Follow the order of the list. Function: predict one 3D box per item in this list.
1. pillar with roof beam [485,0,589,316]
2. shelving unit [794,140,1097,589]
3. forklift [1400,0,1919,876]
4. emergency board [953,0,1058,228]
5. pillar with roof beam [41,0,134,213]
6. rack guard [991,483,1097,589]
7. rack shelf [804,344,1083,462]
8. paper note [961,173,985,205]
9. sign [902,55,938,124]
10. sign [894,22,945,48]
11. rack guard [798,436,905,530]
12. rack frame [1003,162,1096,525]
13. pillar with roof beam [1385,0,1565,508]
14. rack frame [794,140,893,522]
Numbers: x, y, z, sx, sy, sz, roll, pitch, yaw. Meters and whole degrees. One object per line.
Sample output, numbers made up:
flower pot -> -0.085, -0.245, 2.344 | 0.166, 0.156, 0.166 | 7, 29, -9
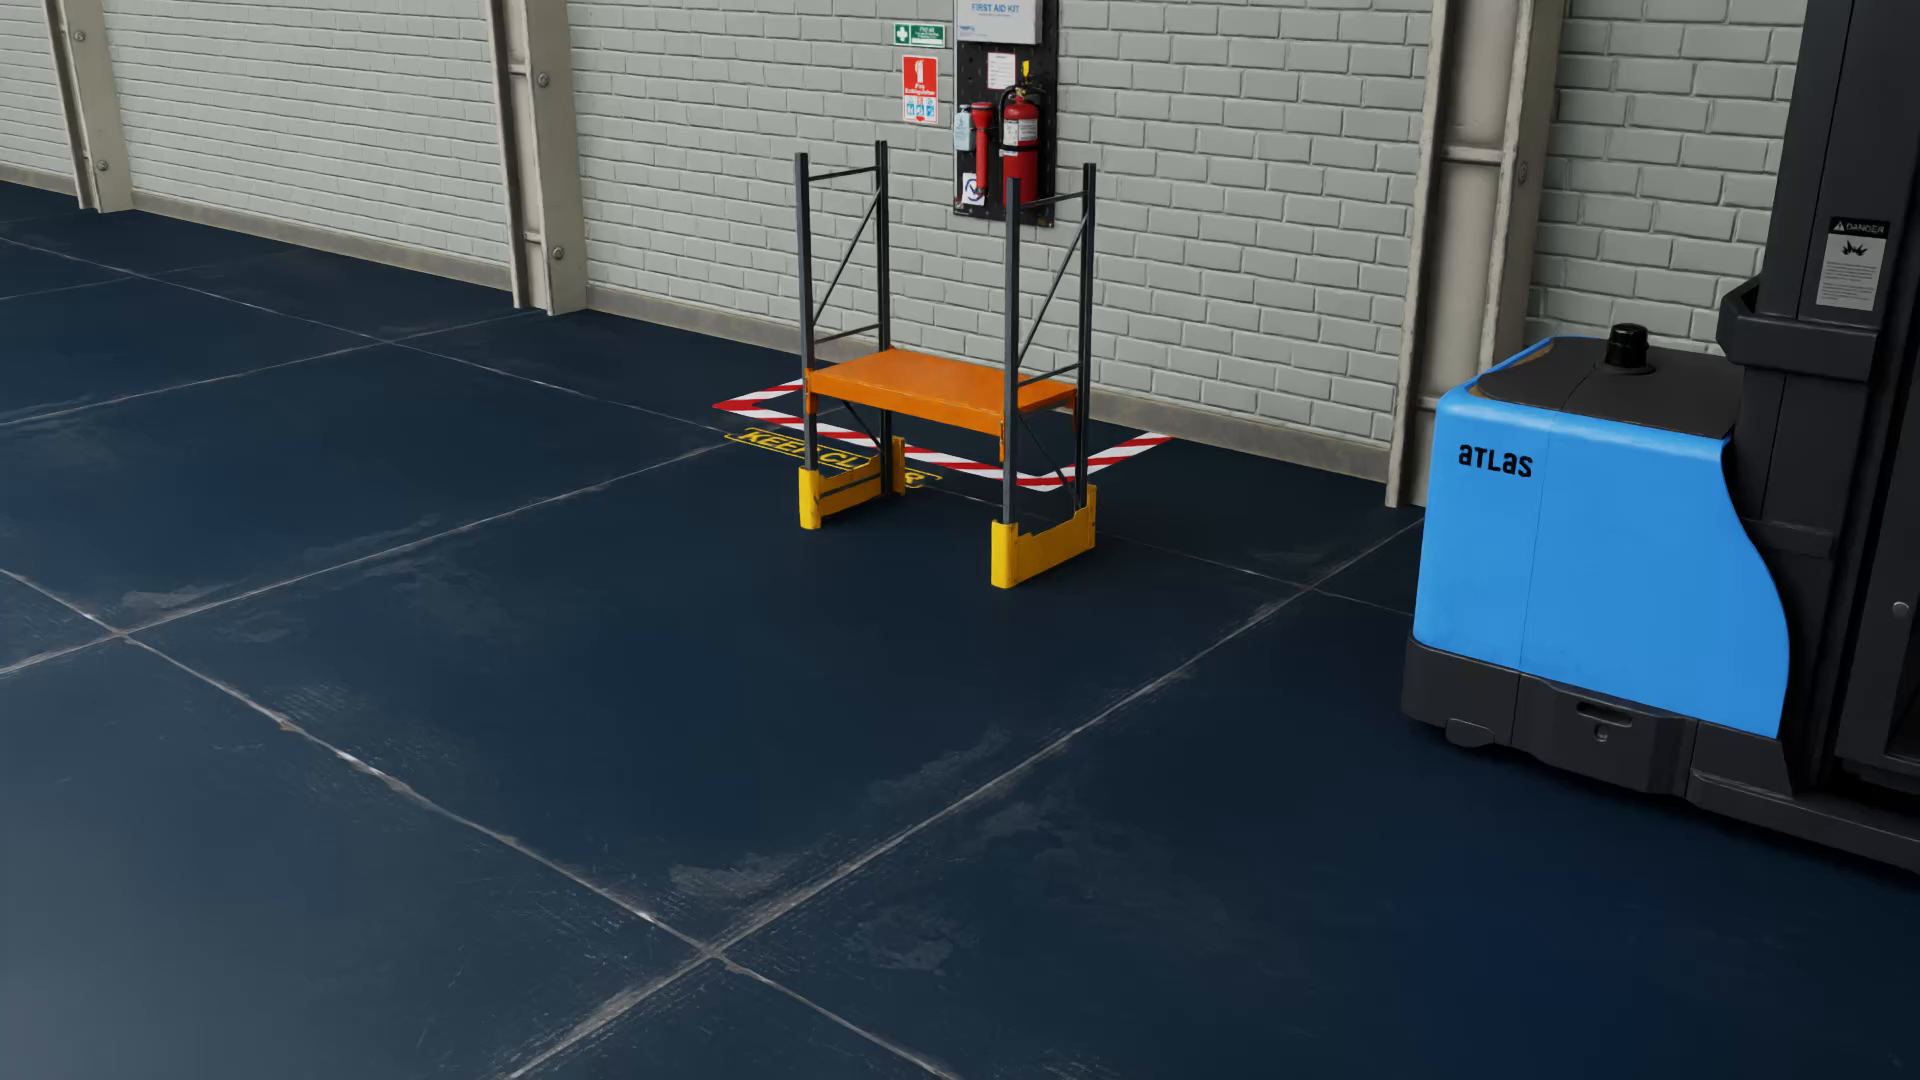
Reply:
pillar with roof beam -> -5.319, -4.517, 5.894 | 0.400, 9.000, 9.100 | 16, 26, 36
shelving unit -> -0.059, -0.719, 6.449 | 1.083, 1.500, 0.587 | 16, 26, 36
forklift -> 2.826, -0.598, 4.100 | 3.031, 2.935, 1.130 | 15, 26, 35
emergency board -> 0.161, -2.110, 8.013 | 0.643, 1.169, 0.194 | 16, 26, 36
pillar with roof beam -> -9.968, -5.856, 9.443 | 0.400, 9.000, 9.100 | 16, 26, 36
rack guard -> 0.327, -0.023, 6.375 | 0.087, 0.250, 0.587 | 16, 26, 36
rack shelf -> -0.066, -0.552, 6.517 | 1.000, 0.185, 0.538 | 16, 26, 36
paper note -> 0.067, -1.756, 8.323 | 0.142, 0.148, 0.016 | 16, 26, 36
sign -> -0.203, -2.278, 8.408 | 0.234, 0.329, 0.001 | 16, 26, 36
sign -> -0.205, -2.523, 8.306 | 0.331, 0.109, 0.001 | 16, 26, 36
rack guard -> -0.445, -0.245, 6.964 | 0.087, 0.250, 0.587 | 16, 26, 36
rack frame -> 0.328, -0.607, 6.153 | 0.032, 1.500, 0.500 | 16, 26, 36
pillar with roof beam -> -0.671, -3.179, 2.344 | 0.400, 9.000, 9.100 | 16, 26, 36
rack frame -> -0.460, -0.834, 6.755 | 0.032, 1.500, 0.500 | 16, 26, 36
